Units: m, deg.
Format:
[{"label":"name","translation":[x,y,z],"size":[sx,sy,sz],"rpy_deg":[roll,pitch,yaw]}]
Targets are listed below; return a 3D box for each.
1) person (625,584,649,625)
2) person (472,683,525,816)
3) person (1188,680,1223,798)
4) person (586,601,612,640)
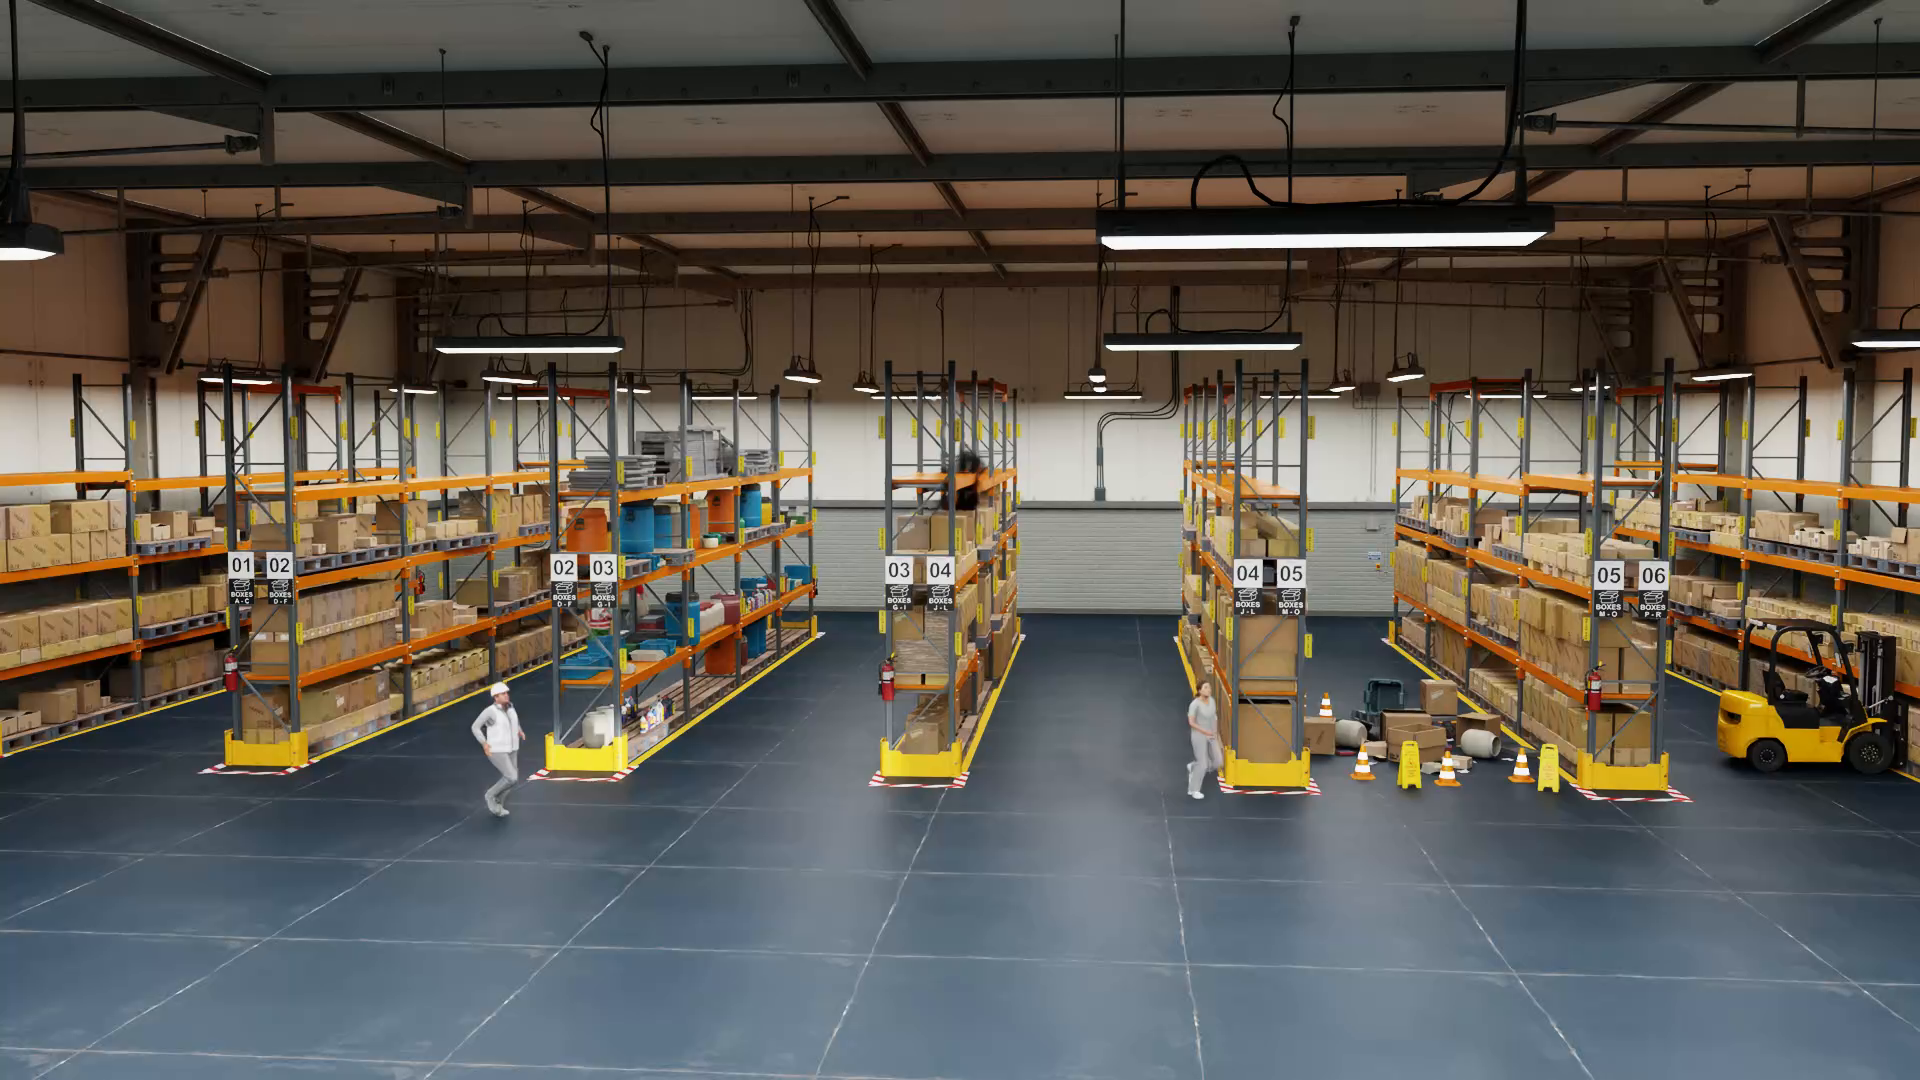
[{"label":"person","translation":[-8.148,1.454,41.720],"size":[0.579,1.698,0.708],"rpy_deg":[1,4,9]},{"label":"person","translation":[-5.883,2.714,21.492],"size":[0.610,1.734,0.642],"rpy_deg":[2,4,27]},{"label":"person","translation":[3.355,2.709,22.654],"size":[0.595,1.631,0.568],"rpy_deg":[-3,5,-34]},{"label":"person","translation":[-7.382,1.862,34.058],"size":[0.636,1.841,0.755],"rpy_deg":[0,4,0]}]
